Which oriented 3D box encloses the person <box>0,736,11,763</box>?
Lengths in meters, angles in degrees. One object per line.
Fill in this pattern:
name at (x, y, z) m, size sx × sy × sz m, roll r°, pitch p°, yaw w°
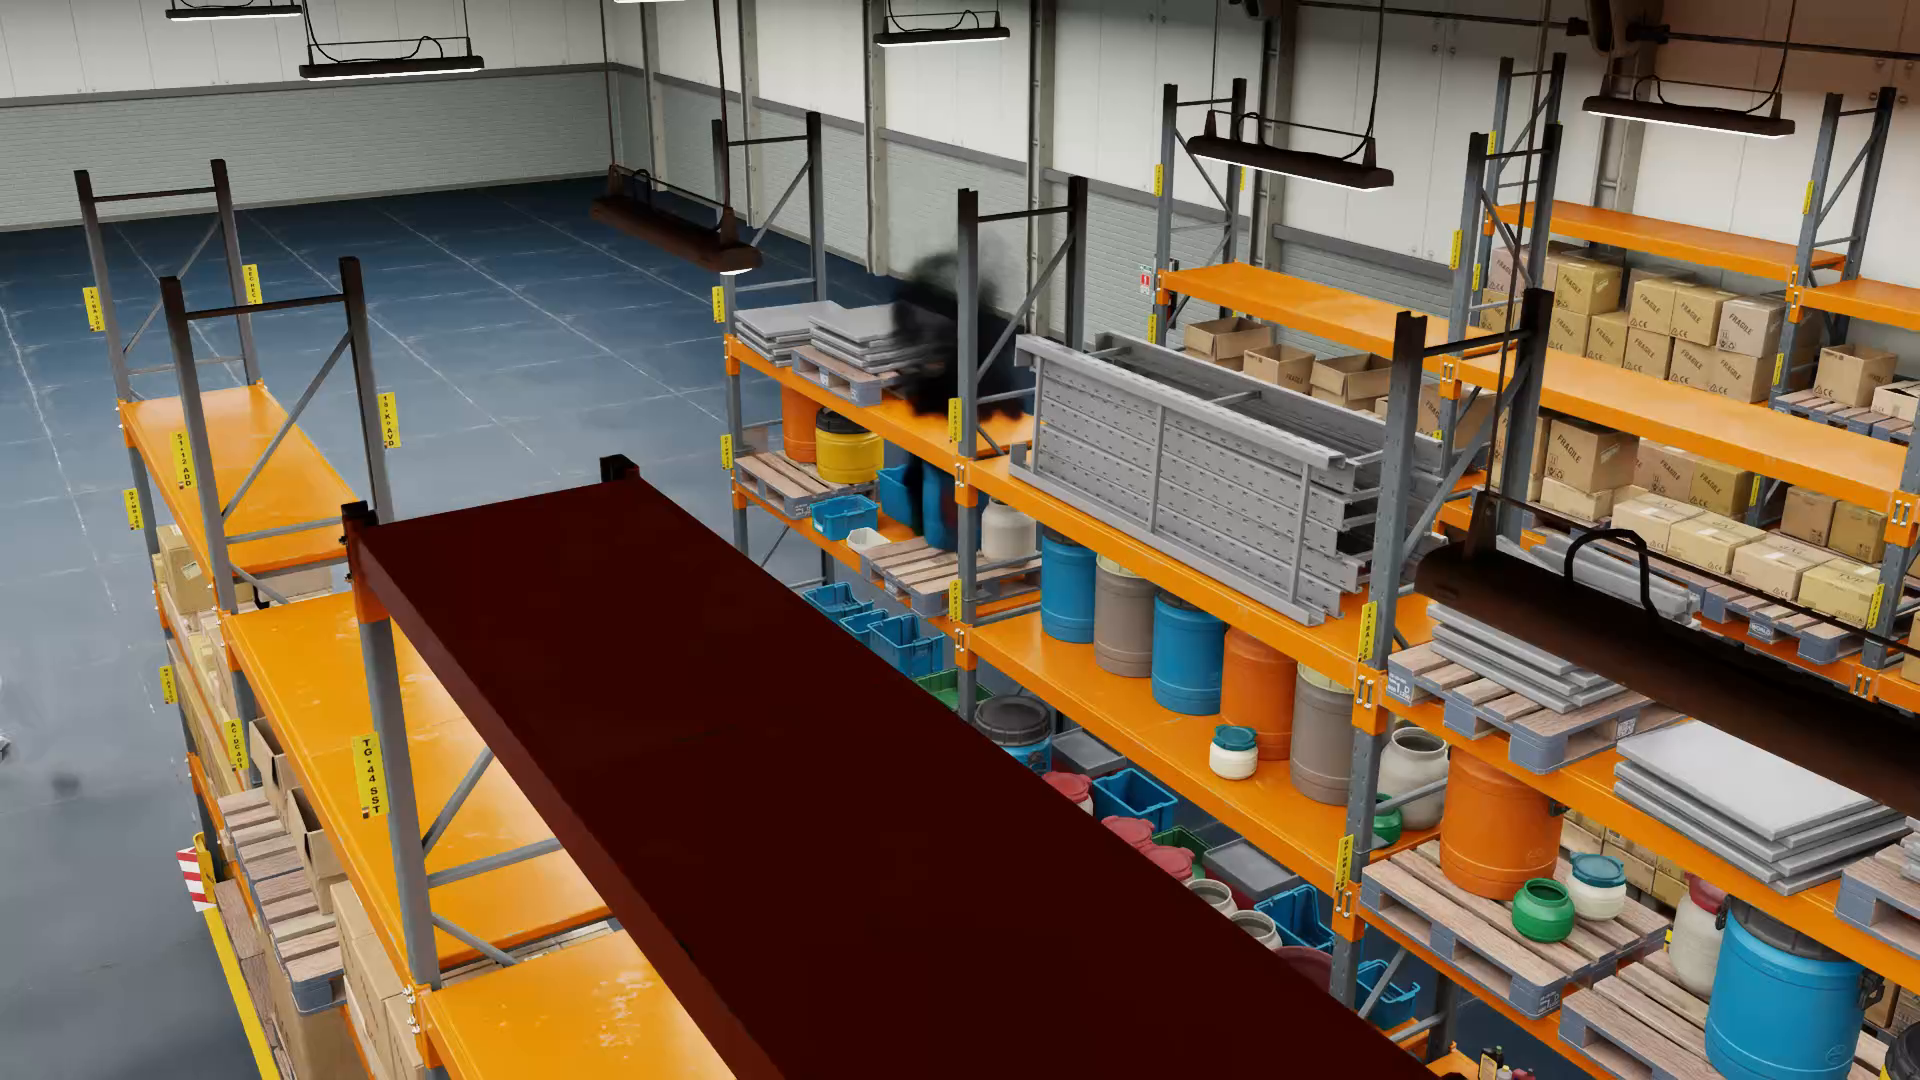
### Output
person at (-9.329, 1.483, 15.372) m, size 0.700 × 1.764 × 0.657 m, roll 1°, pitch 22°, yaw 4°
